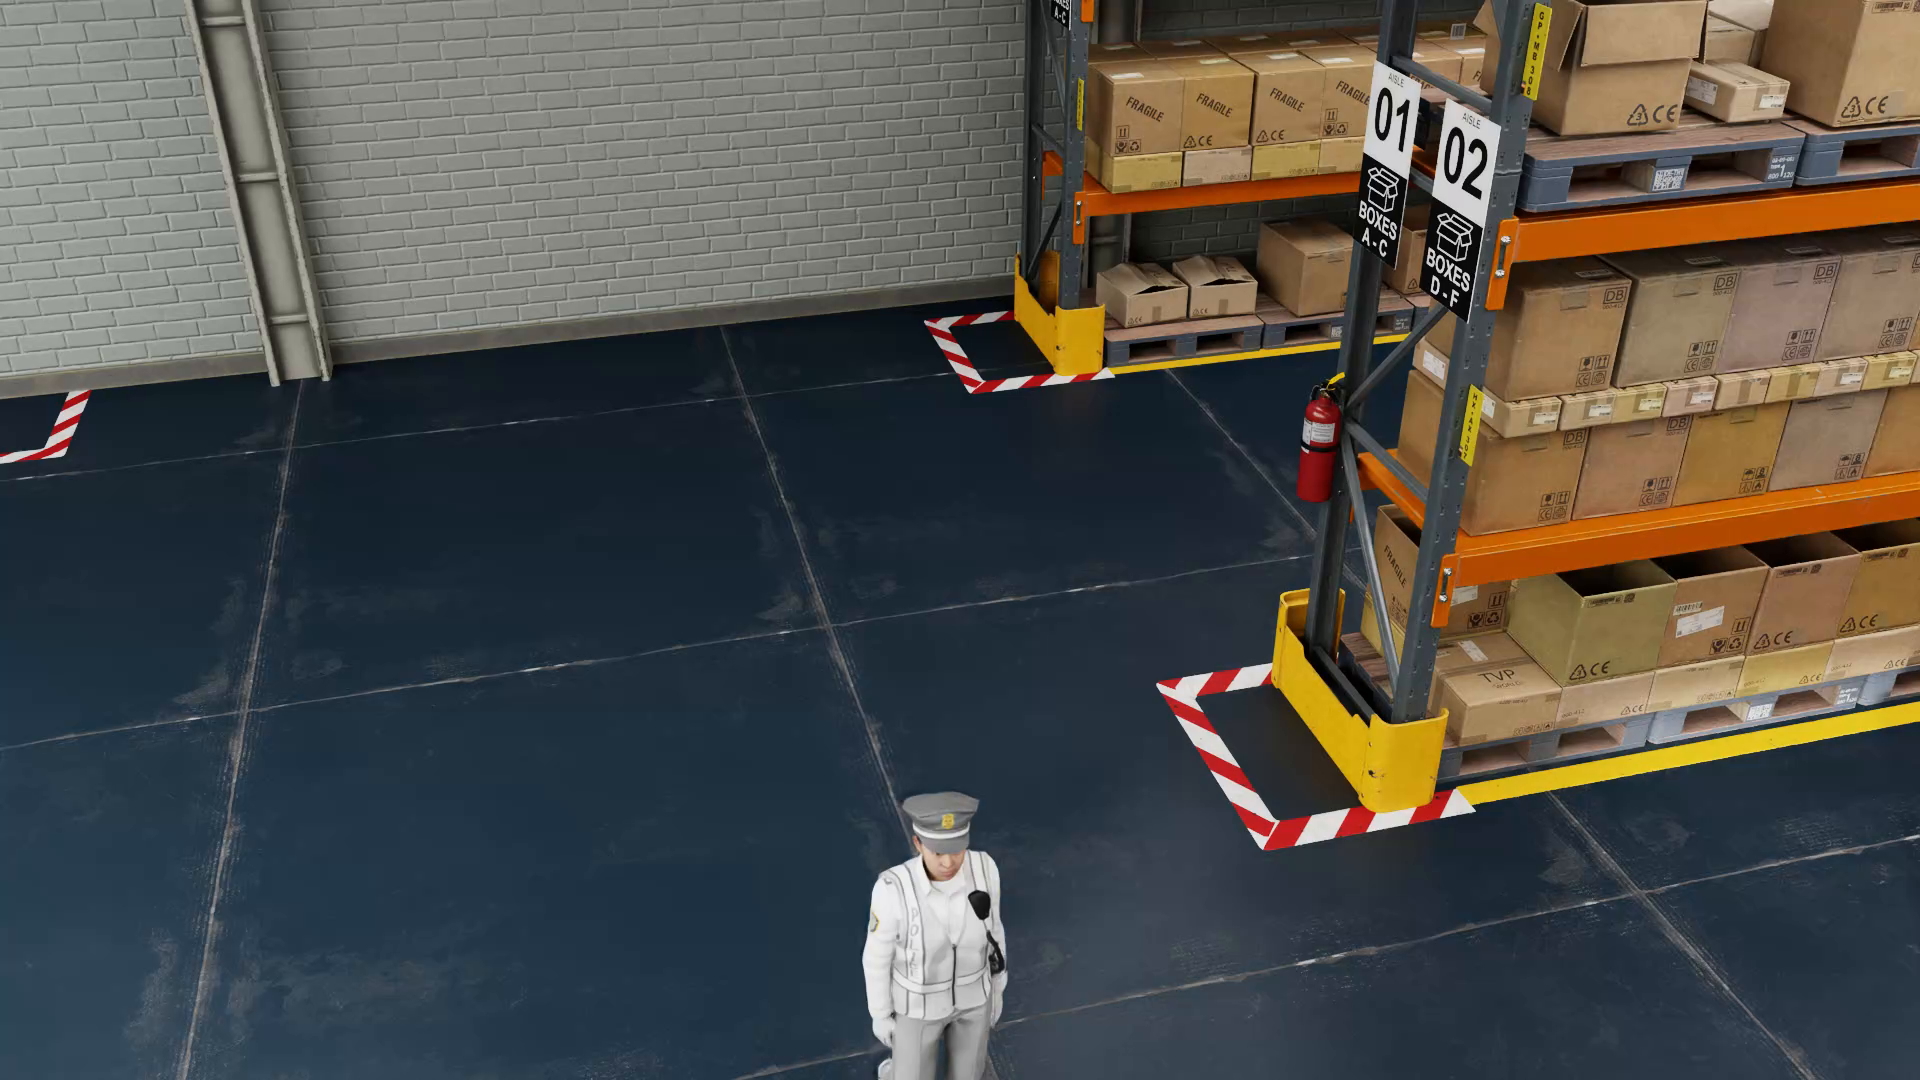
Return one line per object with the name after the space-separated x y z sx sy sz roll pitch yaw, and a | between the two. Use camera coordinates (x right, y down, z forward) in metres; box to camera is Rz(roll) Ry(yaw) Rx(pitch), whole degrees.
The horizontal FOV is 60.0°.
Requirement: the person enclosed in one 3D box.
-0.090 1.501 5.606 0.493 1.677 0.497 -11 32 -18 | person
